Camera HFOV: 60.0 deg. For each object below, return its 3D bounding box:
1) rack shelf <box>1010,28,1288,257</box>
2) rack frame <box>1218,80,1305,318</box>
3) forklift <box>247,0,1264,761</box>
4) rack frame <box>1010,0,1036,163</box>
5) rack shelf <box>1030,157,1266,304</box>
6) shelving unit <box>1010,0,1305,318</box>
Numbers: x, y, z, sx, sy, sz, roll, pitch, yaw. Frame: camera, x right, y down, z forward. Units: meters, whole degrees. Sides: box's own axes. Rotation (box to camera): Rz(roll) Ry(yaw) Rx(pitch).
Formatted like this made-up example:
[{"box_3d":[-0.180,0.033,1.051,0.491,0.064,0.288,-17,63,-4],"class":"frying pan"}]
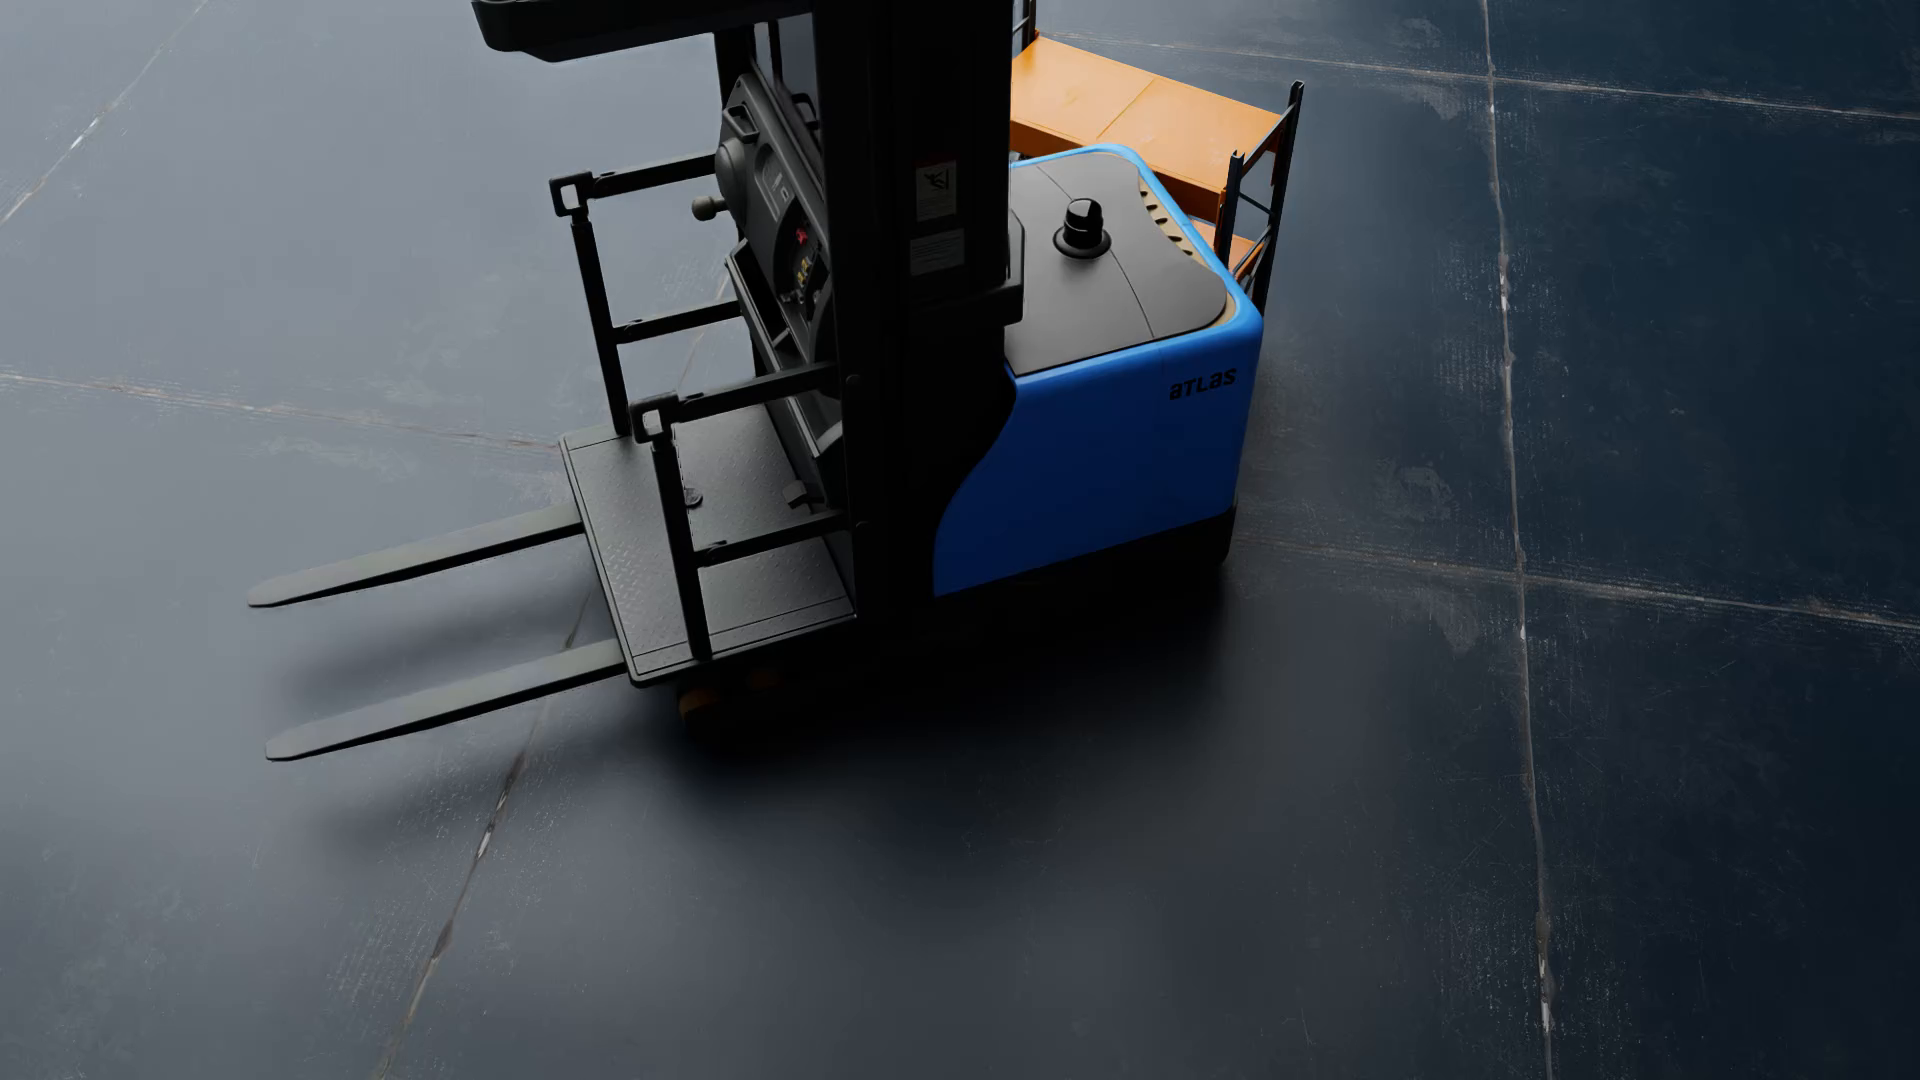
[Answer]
[{"box_3d":[0.555,-1.368,5.693,1.000,0.278,0.538,25,53,21],"class":"rack shelf"},{"box_3d":[0.986,-0.973,5.732,0.032,1.125,0.500,25,53,21],"class":"rack frame"},{"box_3d":[-0.682,-0.832,4.391,3.031,2.935,1.130,-16,50,-14],"class":"forklift"},{"box_3d":[0.123,-1.373,6.091,0.032,1.125,0.500,25,53,21],"class":"rack frame"},{"box_3d":[0.555,-1.009,6.093,1.000,0.278,0.538,25,53,21],"class":"rack shelf"},{"box_3d":[0.555,-1.173,5.911,1.048,1.125,0.538,25,53,21],"class":"shelving unit"}]
